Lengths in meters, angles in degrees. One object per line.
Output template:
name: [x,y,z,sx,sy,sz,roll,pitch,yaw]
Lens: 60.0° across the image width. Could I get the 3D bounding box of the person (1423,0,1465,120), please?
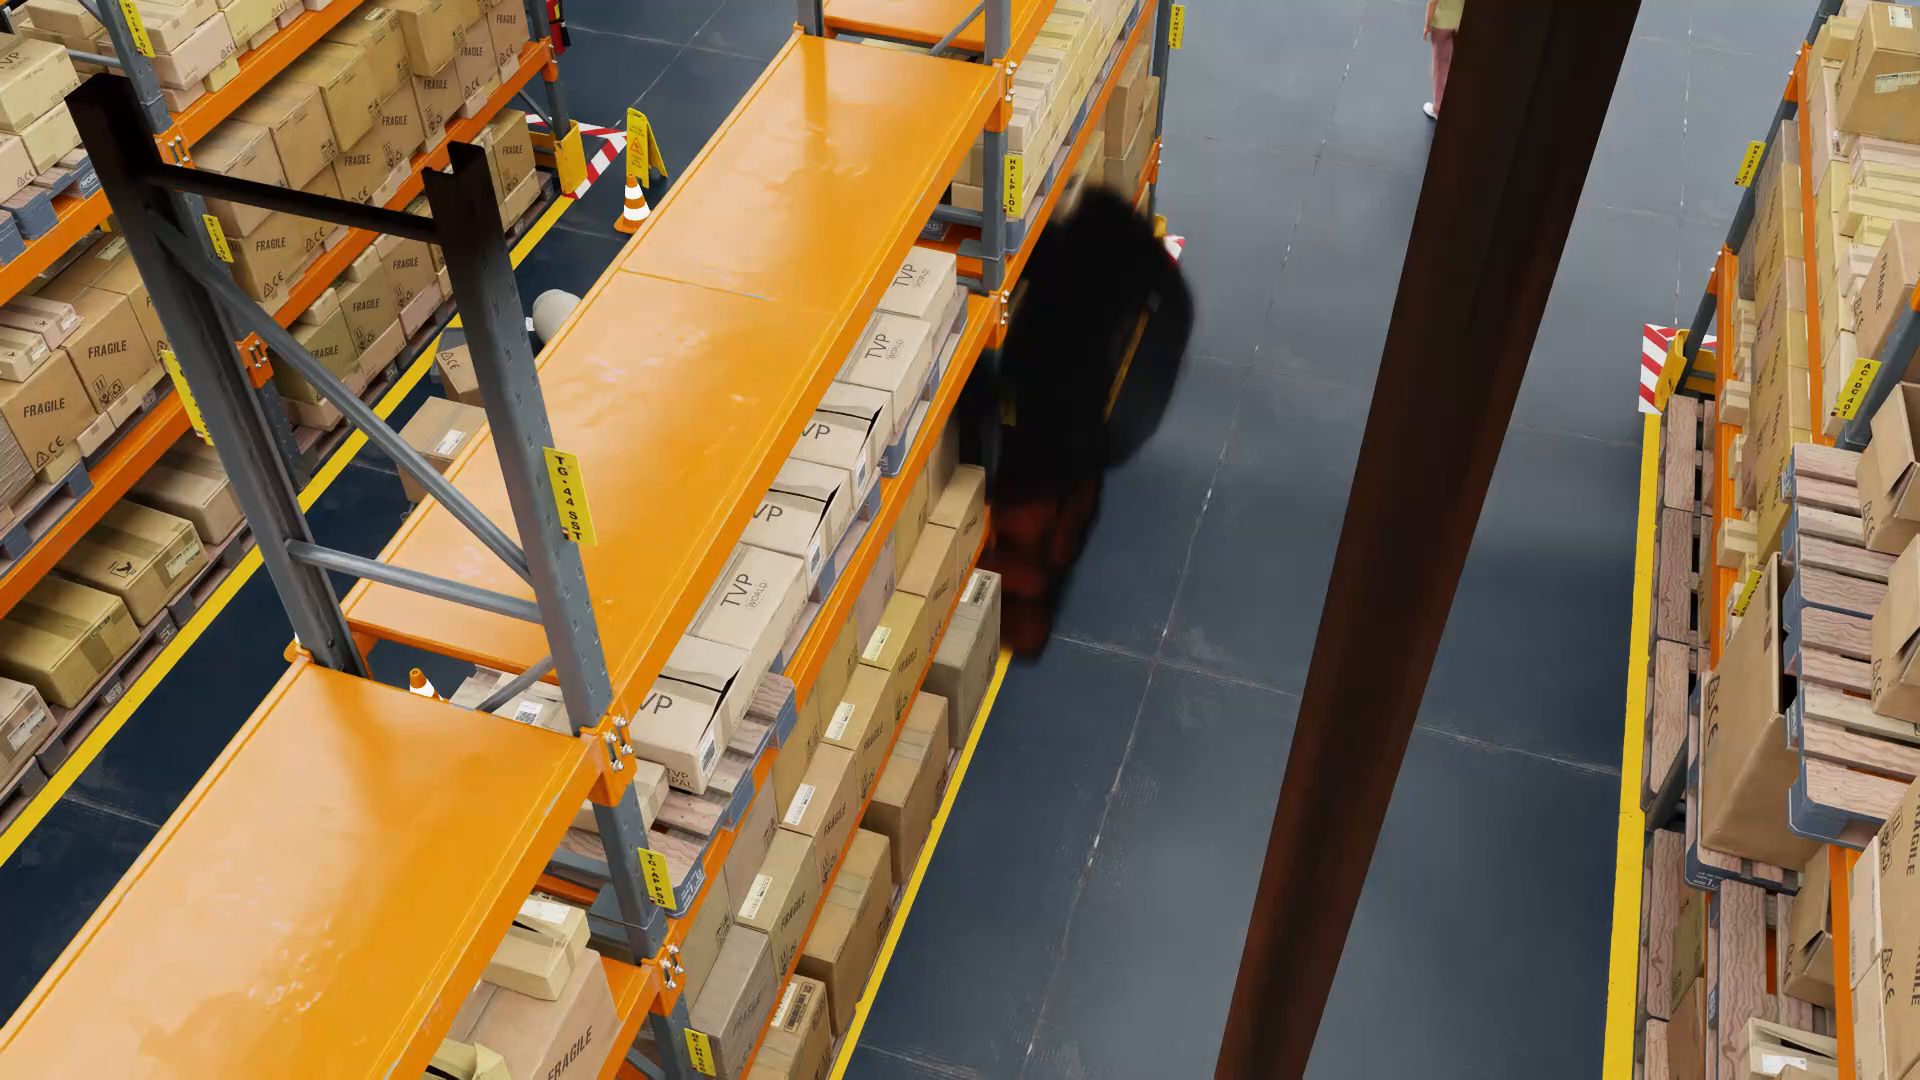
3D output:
person: [4.246,-4.378,14.240,0.578,1.654,0.432,-2,46,-2]
